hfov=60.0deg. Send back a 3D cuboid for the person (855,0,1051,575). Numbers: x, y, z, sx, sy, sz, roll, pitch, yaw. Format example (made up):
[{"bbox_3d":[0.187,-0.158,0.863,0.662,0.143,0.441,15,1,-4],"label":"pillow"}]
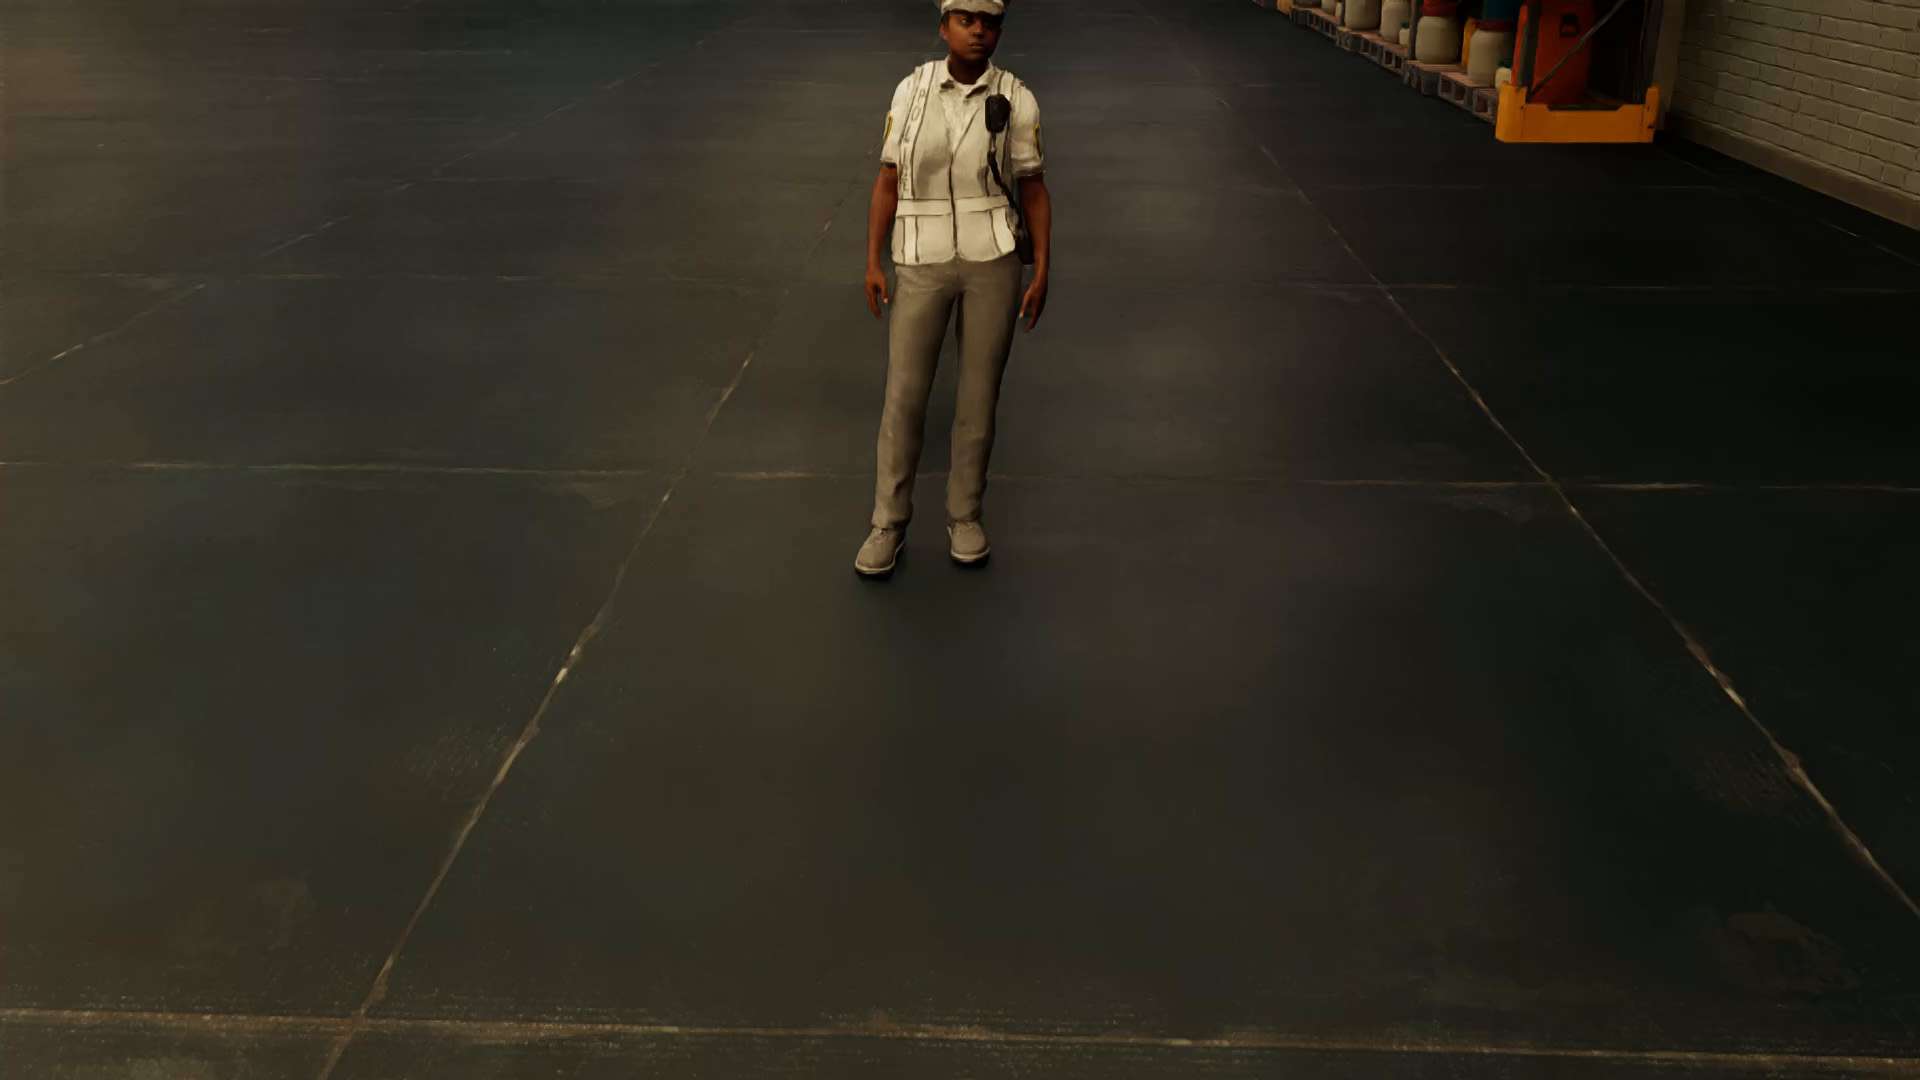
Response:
[{"bbox_3d":[-0.023,-0.767,4.822,0.570,1.695,0.529,1,22,2],"label":"person"}]
